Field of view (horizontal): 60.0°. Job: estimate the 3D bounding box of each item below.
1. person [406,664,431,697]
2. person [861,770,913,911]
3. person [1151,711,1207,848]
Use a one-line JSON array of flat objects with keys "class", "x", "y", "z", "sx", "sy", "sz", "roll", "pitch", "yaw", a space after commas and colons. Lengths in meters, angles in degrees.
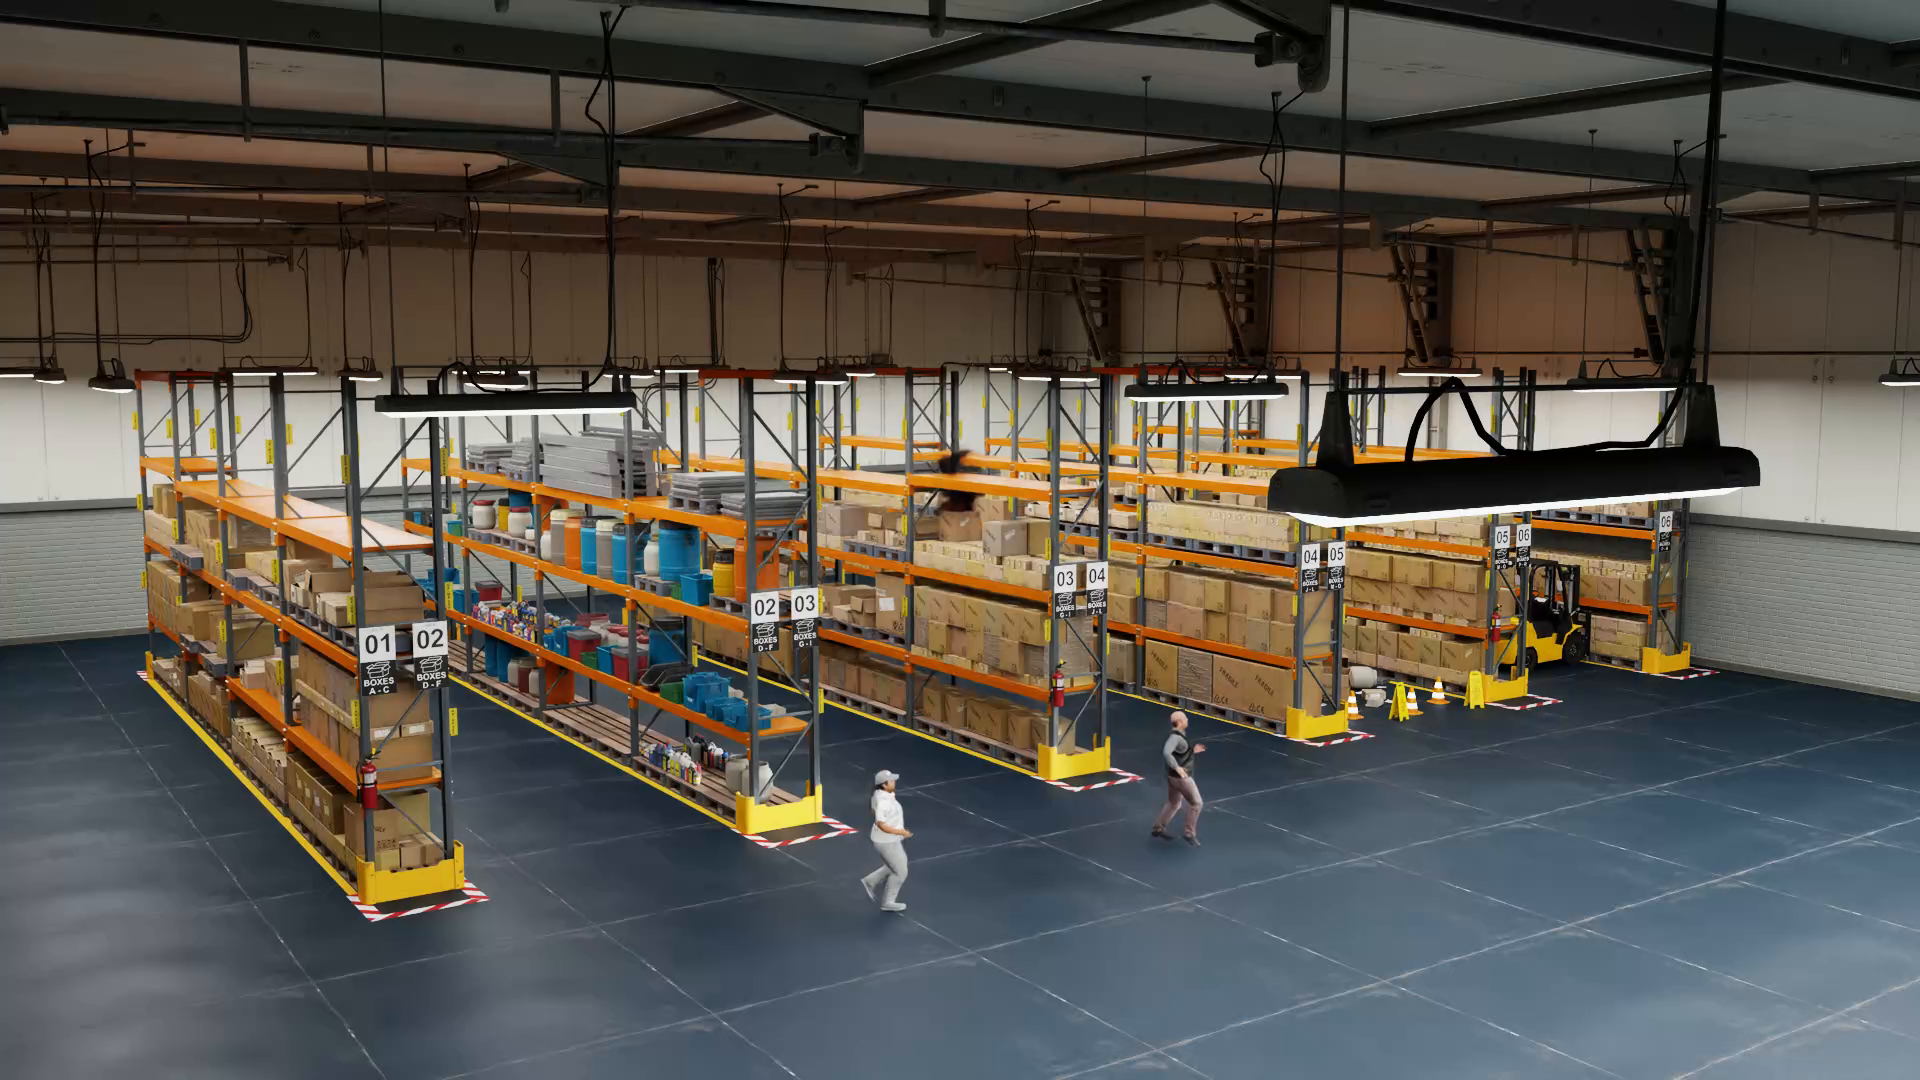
[{"class": "person", "x": -9.093, "y": 2.310, "z": 27.950, "sx": 0.581, "sy": 1.740, "sz": 0.652, "roll": 6, "pitch": 9, "yaw": 42}, {"class": "person", "x": -0.837, "y": 3.403, "z": 18.871, "sx": 0.575, "sy": 1.617, "sz": 0.604, "roll": -1, "pitch": 6, "yaw": -6}, {"class": "person", "x": 2.823, "y": 3.076, "z": 21.351, "sx": 0.724, "sy": 1.781, "sz": 0.639, "roll": -1, "pitch": 6, "yaw": -5}]
